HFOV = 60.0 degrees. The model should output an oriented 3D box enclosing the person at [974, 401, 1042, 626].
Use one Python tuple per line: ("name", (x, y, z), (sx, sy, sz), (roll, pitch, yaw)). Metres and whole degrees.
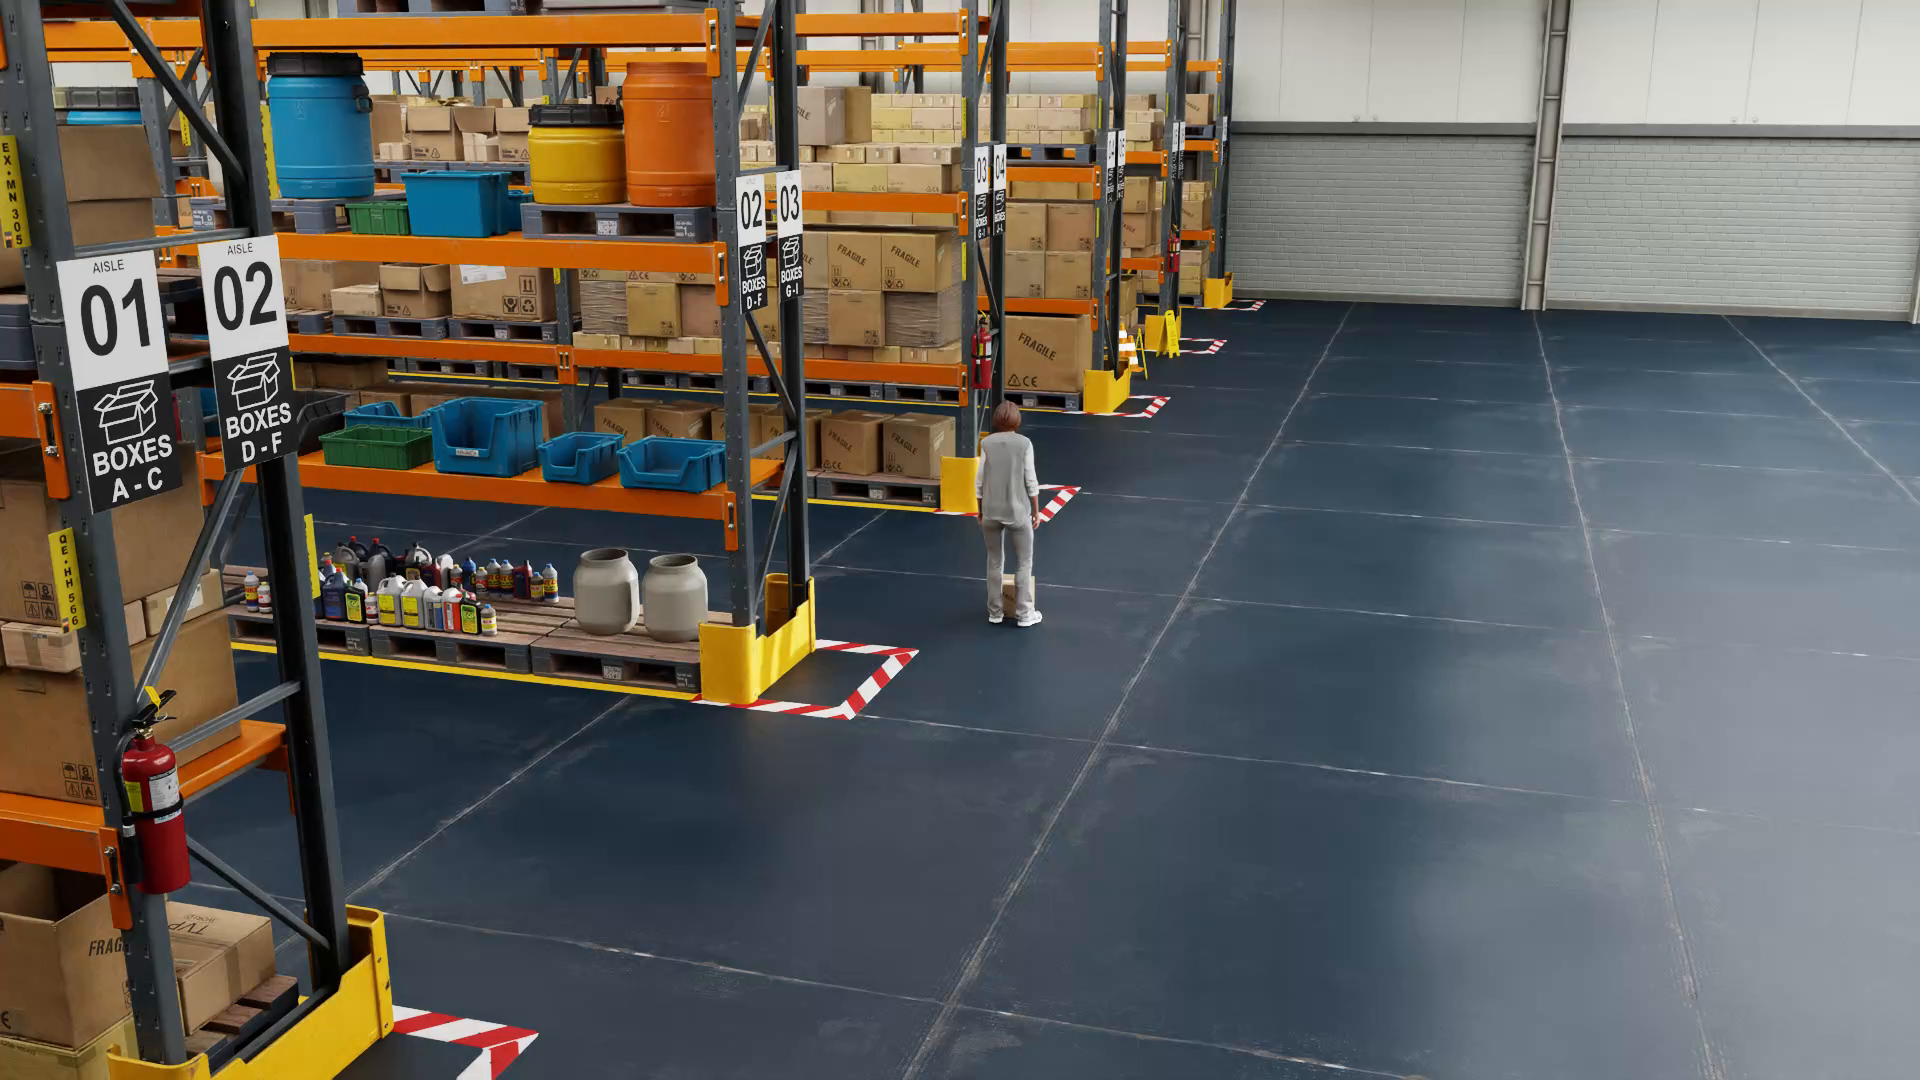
("person", (0.336, -0.174, 11.700), (0.466, 1.581, 0.366), (4, 16, 16))
